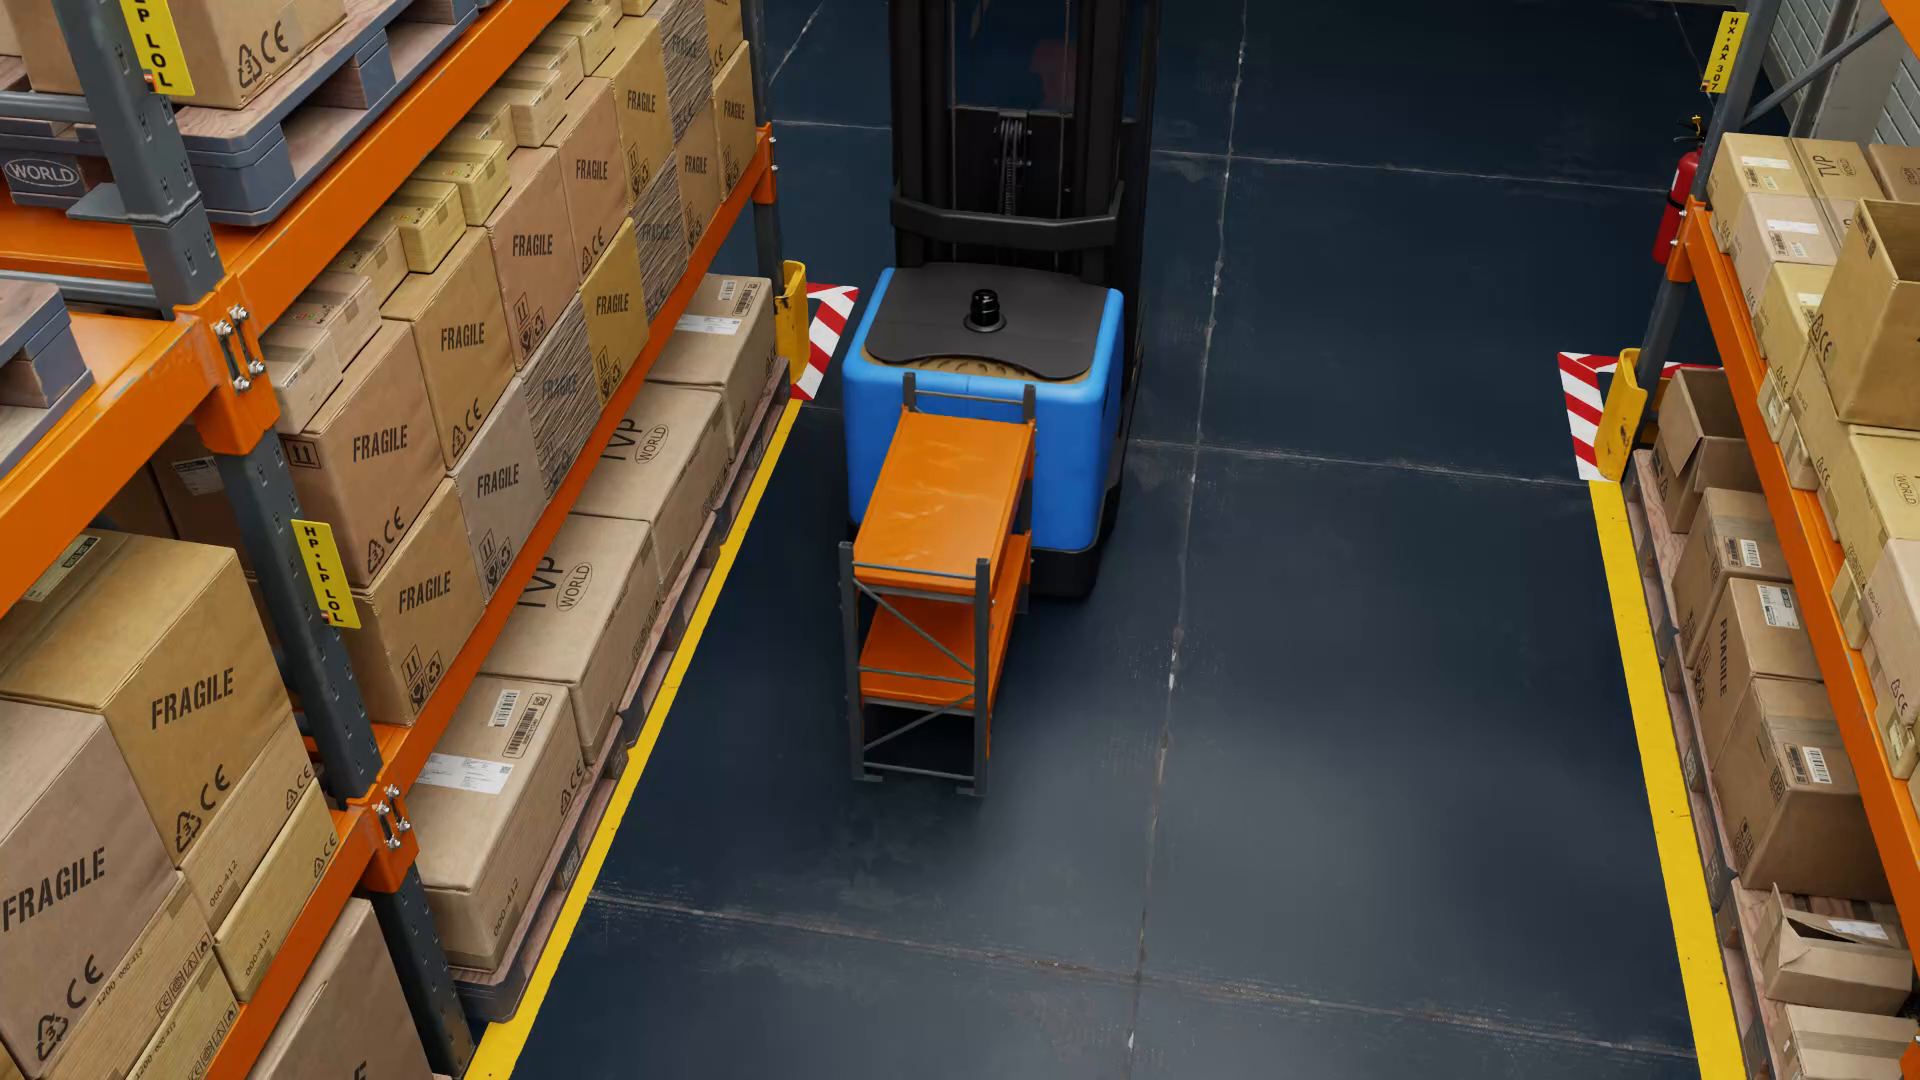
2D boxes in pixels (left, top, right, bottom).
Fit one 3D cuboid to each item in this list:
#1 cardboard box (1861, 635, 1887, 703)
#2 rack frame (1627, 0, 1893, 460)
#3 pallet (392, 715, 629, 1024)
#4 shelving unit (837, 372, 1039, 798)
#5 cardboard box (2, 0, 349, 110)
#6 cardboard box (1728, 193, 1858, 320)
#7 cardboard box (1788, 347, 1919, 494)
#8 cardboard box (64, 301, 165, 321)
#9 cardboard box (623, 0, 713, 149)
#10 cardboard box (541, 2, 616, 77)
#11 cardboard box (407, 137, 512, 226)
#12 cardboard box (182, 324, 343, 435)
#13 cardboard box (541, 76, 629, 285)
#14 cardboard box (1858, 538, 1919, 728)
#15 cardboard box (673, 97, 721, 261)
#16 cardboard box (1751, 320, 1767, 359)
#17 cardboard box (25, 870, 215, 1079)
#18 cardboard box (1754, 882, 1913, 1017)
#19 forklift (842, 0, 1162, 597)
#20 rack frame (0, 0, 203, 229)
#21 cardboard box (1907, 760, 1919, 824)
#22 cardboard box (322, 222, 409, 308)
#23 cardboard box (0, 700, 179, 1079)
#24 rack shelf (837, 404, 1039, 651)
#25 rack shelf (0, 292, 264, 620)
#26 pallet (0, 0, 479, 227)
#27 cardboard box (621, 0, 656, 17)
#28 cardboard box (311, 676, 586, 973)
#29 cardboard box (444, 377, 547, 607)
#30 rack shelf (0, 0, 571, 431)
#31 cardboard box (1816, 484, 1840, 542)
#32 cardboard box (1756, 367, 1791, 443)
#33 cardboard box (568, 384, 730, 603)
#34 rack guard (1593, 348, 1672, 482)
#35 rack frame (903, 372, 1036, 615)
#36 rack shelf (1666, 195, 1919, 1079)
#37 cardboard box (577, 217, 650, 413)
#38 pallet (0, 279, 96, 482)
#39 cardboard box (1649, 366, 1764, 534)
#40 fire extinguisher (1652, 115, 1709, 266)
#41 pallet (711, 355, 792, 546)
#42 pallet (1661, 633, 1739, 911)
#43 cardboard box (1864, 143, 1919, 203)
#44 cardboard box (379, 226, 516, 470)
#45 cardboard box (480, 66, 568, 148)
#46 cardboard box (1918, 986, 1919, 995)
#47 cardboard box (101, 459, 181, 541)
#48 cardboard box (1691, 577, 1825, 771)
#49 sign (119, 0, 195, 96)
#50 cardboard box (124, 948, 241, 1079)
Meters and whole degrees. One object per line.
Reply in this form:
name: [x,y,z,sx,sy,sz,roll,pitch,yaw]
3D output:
cardboard box: [2.770,0.366,4.650,0.380,0.149,0.250,7,40,9]
rack frame: [3.539,-1.520,6.734,1.000,3.000,0.127,6,40,8]
pallet: [-1.834,1.052,5.812,1.003,0.211,1.213,6,40,8]
shelving unit: [-0.058,0.157,6.178,0.538,1.125,1.048,7,40,8]
cardboard box: [-1.734,-1.295,3.622,0.500,0.500,0.500,7,40,8]
cardboard box: [3.108,-1.005,5.996,0.500,0.250,0.500,7,40,8]
cardboard box: [2.956,-0.363,5.220,0.500,0.250,0.500,5,40,7]
cardboard box: [-2.150,-0.610,4.262,0.380,0.149,0.250,7,40,9]
cardboard box: [-1.261,-1.828,6.244,0.500,0.500,0.500,7,40,8]
cardboard box: [-1.382,-1.684,5.561,0.380,0.149,0.250,7,40,9]
cardboard box: [-1.523,-1.038,4.779,0.380,0.149,0.250,5,40,6]
cardboard box: [-1.732,-0.398,4.005,0.380,0.149,0.250,6,40,7]
cardboard box: [-1.439,-1.203,5.488,0.500,0.500,0.500,6,40,7]
cardboard box: [2.767,0.271,4.452,0.500,0.250,0.500,7,40,8]
cardboard box: [-1.275,-1.458,6.581,0.500,0.500,0.500,6,40,7]
cardboard box: [3.098,-0.761,6.014,0.380,0.149,0.250,8,40,9]
cardboard box: [-1.959,0.929,3.498,0.500,0.250,0.500,7,40,9]
cardboard box: [2.716,1.276,5.168,0.396,0.266,0.258,8,40,9]
forklift: [0.301,-1.836,7.170,1.130,2.935,3.031,7,40,8]
rack frame: [-2.043,-1.866,2.445,1.000,3.000,0.127,6,40,8]
cardboard box: [2.677,0.694,4.254,0.380,0.149,0.250,7,40,9]
cardboard box: [-1.701,-0.725,4.401,0.380,0.149,0.250,6,40,7]
cardboard box: [-1.955,0.655,3.240,0.500,0.500,0.500,7,40,9]
rack shelf: [-0.058,-0.069,5.991,0.538,0.278,1.000,7,40,8]
rack shelf: [-2.389,0.822,2.112,1.077,0.370,4.000,6,40,8]
pallet: [-1.891,-1.188,4.049,1.003,0.211,1.213,6,40,8]
cardboard box: [-1.281,-2.004,5.948,0.380,0.149,0.250,7,40,9]
cardboard box: [-1.828,0.889,5.502,0.875,0.438,0.875,6,40,7]
cardboard box: [-1.612,-0.174,5.028,0.500,0.500,0.500,7,40,8]
rack shelf: [-1.697,-1.688,5.148,1.077,0.370,4.000,6,40,8]
cardboard box: [2.938,-0.107,5.222,0.380,0.149,0.250,6,40,8]
cardboard box: [2.940,-0.444,5.630,0.380,0.149,0.250,5,40,6]
cardboard box: [-1.516,-0.238,6.866,0.875,0.438,0.875,7,40,9]
rack guard: [3.526,-0.509,7.473,1.175,0.500,0.348,6,40,8]
rack frame: [0.034,-0.162,6.563,0.500,1.125,0.032,7,40,8]
rack shelf: [3.193,0.013,5.445,1.077,0.370,4.000,6,40,8]
cardboard box: [-1.431,-0.809,5.795,0.500,0.500,0.500,8,40,9]
pallet: [-2.153,-0.056,2.760,0.805,0.209,1.217,5,40,6]
cardboard box: [3.340,-0.346,6.944,0.797,0.503,0.637,5,40,6]
fire extinguisher: [3.109,-1.489,7.051,0.296,0.674,0.183,6,40,8]
pallet: [-1.412,-0.479,7.664,1.003,0.211,1.213,6,40,8]
pallet: [3.175,0.867,6.036,1.003,0.211,1.213,6,40,8]
cardboard box: [3.721,-1.259,6.302,0.500,0.250,0.500,7,40,9]
cardboard box: [-1.628,-0.567,4.718,0.500,0.500,0.500,6,40,7]
cardboard box: [-1.450,-1.351,5.158,0.380,0.149,0.250,7,40,8]
cardboard box: [3.194,1.477,4.891,0.500,0.311,0.500,8,40,9]
cardboard box: [-2.233,-0.305,4.401,0.500,0.500,0.500,6,40,7]
cardboard box: [2.964,0.508,5.913,0.500,0.500,0.500,7,40,8]
sign: [-1.506,-0.977,3.071,0.100,0.325,0.005,6,40,8]
cardboard box: [-1.961,1.132,3.644,0.500,0.250,0.500,6,40,7]
